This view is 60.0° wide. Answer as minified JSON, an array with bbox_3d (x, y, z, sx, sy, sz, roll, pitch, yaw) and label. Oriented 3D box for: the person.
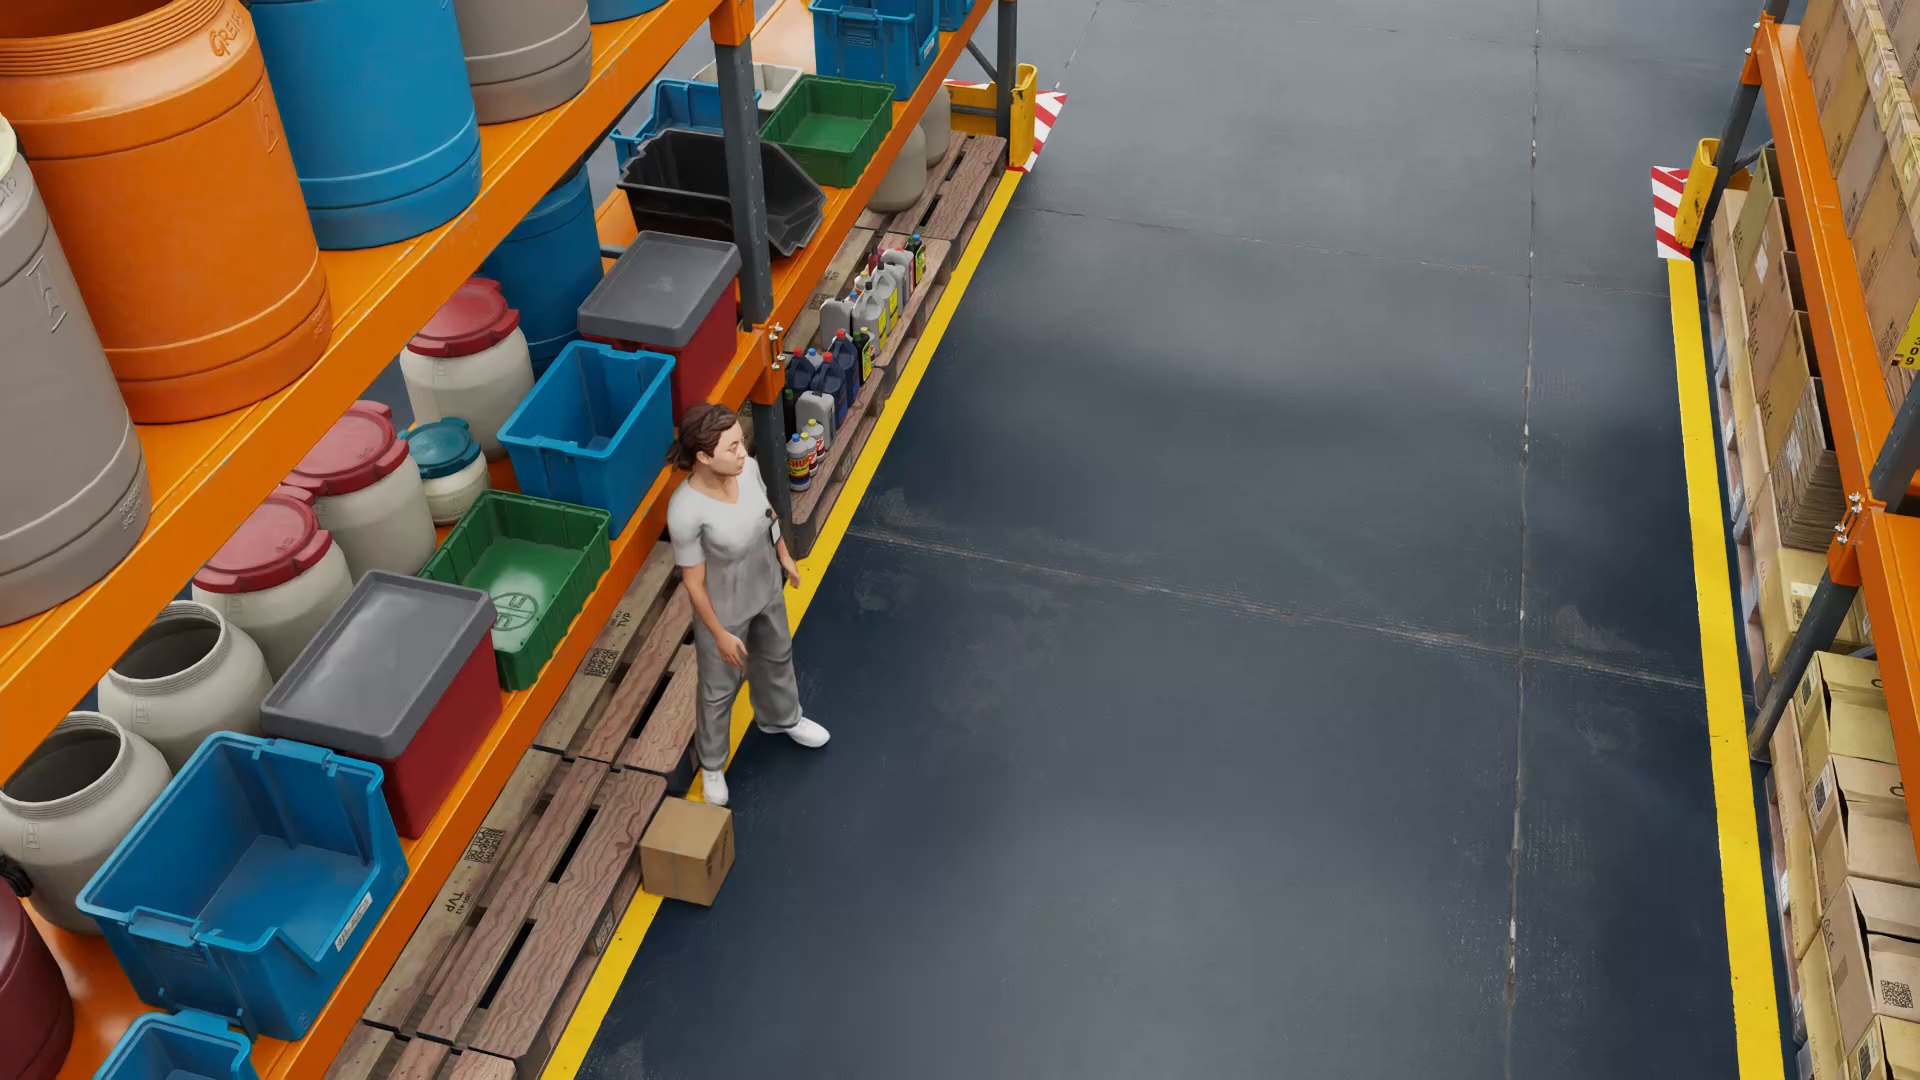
[{"bbox_3d":[-0.791,0.217,5.873,0.376,1.678,0.574,25,47,26],"label":"person"}]
